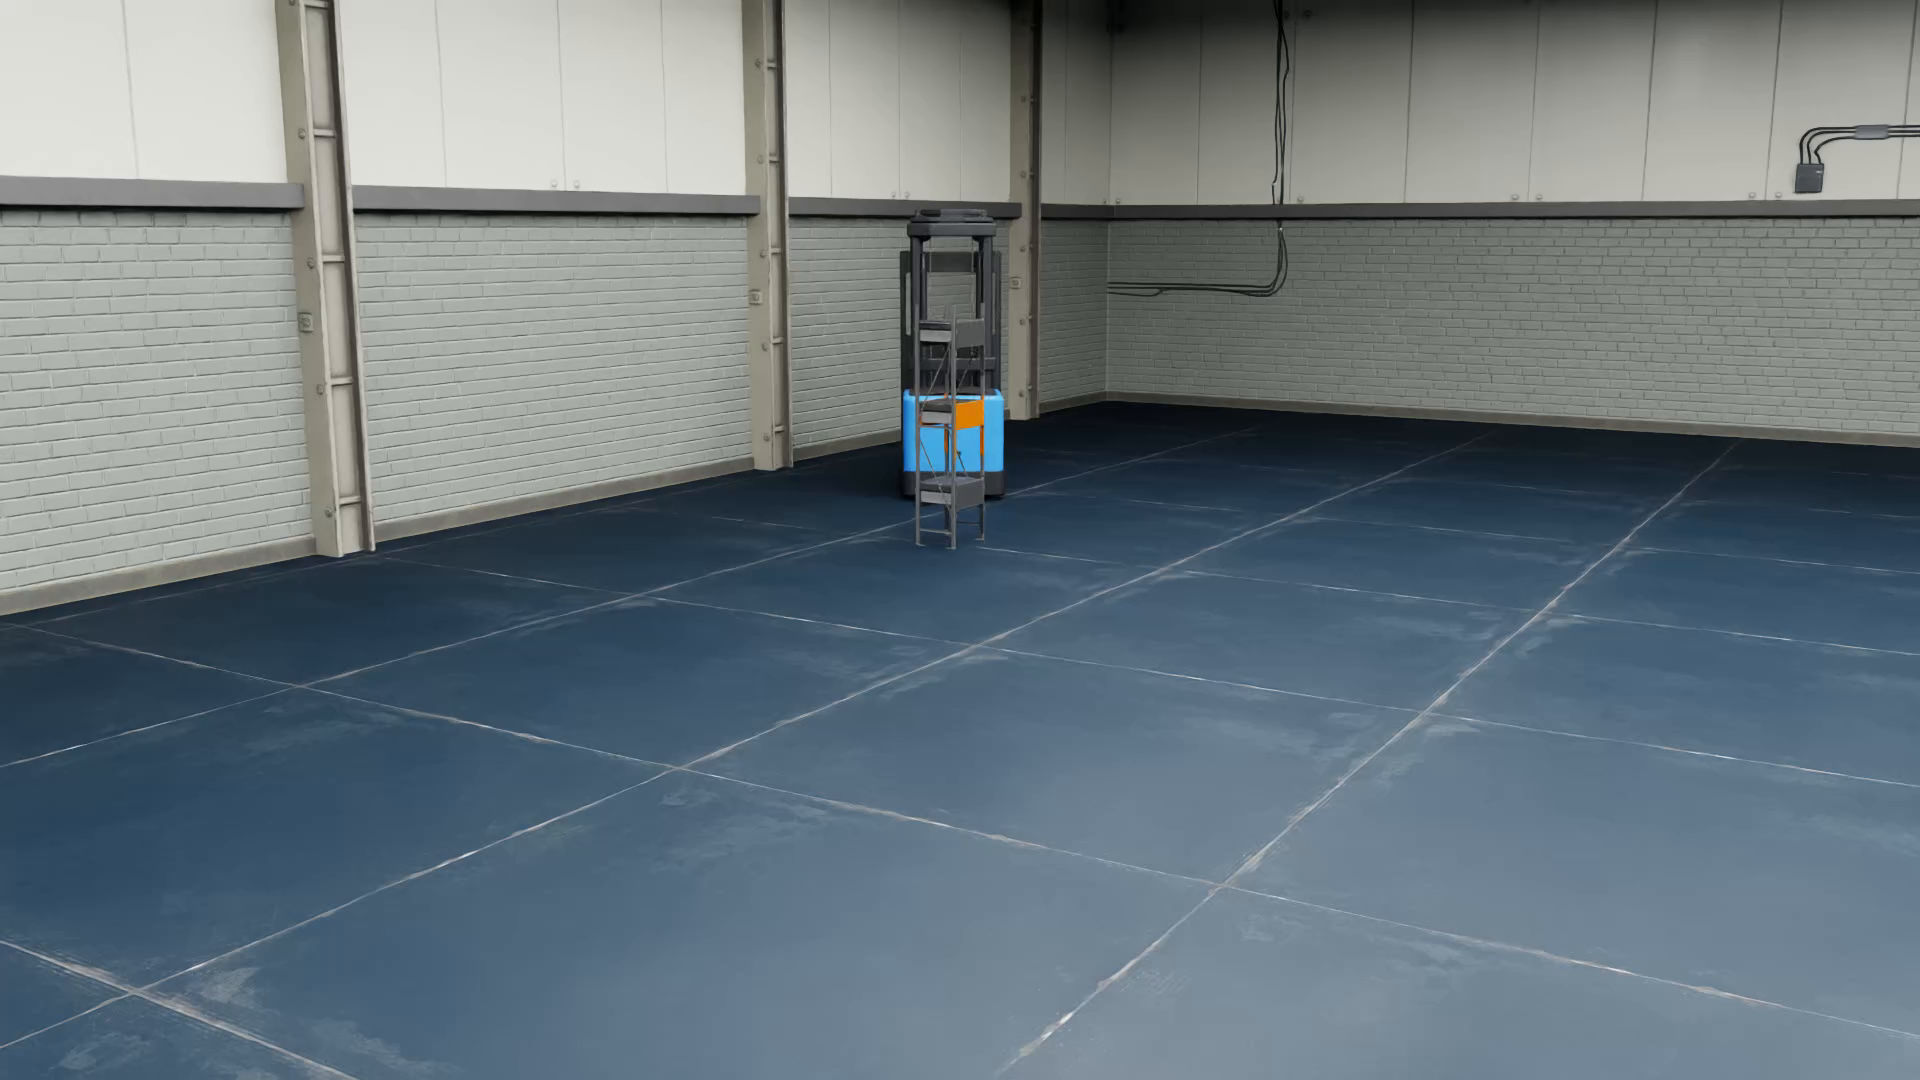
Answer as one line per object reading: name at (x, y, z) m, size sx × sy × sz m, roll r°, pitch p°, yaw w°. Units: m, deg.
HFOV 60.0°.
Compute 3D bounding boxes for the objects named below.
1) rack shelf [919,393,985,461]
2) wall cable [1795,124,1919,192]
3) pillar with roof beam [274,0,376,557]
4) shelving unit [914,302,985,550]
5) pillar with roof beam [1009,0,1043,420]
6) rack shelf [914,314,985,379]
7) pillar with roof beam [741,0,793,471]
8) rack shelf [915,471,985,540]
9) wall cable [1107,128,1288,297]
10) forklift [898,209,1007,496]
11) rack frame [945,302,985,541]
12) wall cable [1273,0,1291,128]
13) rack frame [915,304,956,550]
rack shelf at (-0.086, -0.993, 14.539) m, size 0.431 × 0.518 × 0.480 m, roll 6°, pitch 12°, yaw 31°
wall cable at (11.702, -7.307, 20.204) m, size 2.305 × 6.003 × 0.169 m, roll 6°, pitch 12°, yaw 31°
pillar with roof beam at (-1.614, -3.909, 11.297) m, size 9.100 × 9.000 × 0.400 m, roll 6°, pitch 12°, yaw 31°
shelving unit at (-0.086, -1.006, 14.536) m, size 0.431 × 2.100 × 0.503 m, roll 6°, pitch 12°, yaw 31°
pillar with roof beam at (4.616, -5.797, 21.377) m, size 9.100 × 9.000 × 0.400 m, roll 6°, pitch 12°, yaw 31°
rack shelf at (-0.086, -1.681, 14.410) m, size 0.431 × 0.518 × 0.480 m, roll 6°, pitch 12°, yaw 31°
pillar with roof beam at (1.501, -4.853, 16.337) m, size 9.100 × 9.000 × 0.400 m, roll 6°, pitch 12°, yaw 31°
rack shelf at (-0.086, -0.305, 14.668) m, size 0.431 × 0.518 × 0.480 m, roll 6°, pitch 12°, yaw 31°
wall cable at (3.596, -5.019, 25.660) m, size 3.097 × 2.526 × 0.112 m, roll 6°, pitch 12°, yaw 31°
forklift at (-0.108, -2.108, 18.166) m, size 1.130 × 2.935 × 3.031 m, roll 0°, pitch 11°, yaw -2°
rack frame at (0.041, -1.044, 14.741) m, size 0.400 × 2.100 × 0.015 m, roll 6°, pitch 12°, yaw 31°
wall cable at (5.908, -7.243, 23.815) m, size 3.097 × 2.526 × 0.112 m, roll 6°, pitch 12°, yaw 31°
rack frame at (-0.213, -0.968, 14.331) m, size 0.400 × 2.100 × 0.015 m, roll 6°, pitch 12°, yaw 31°
